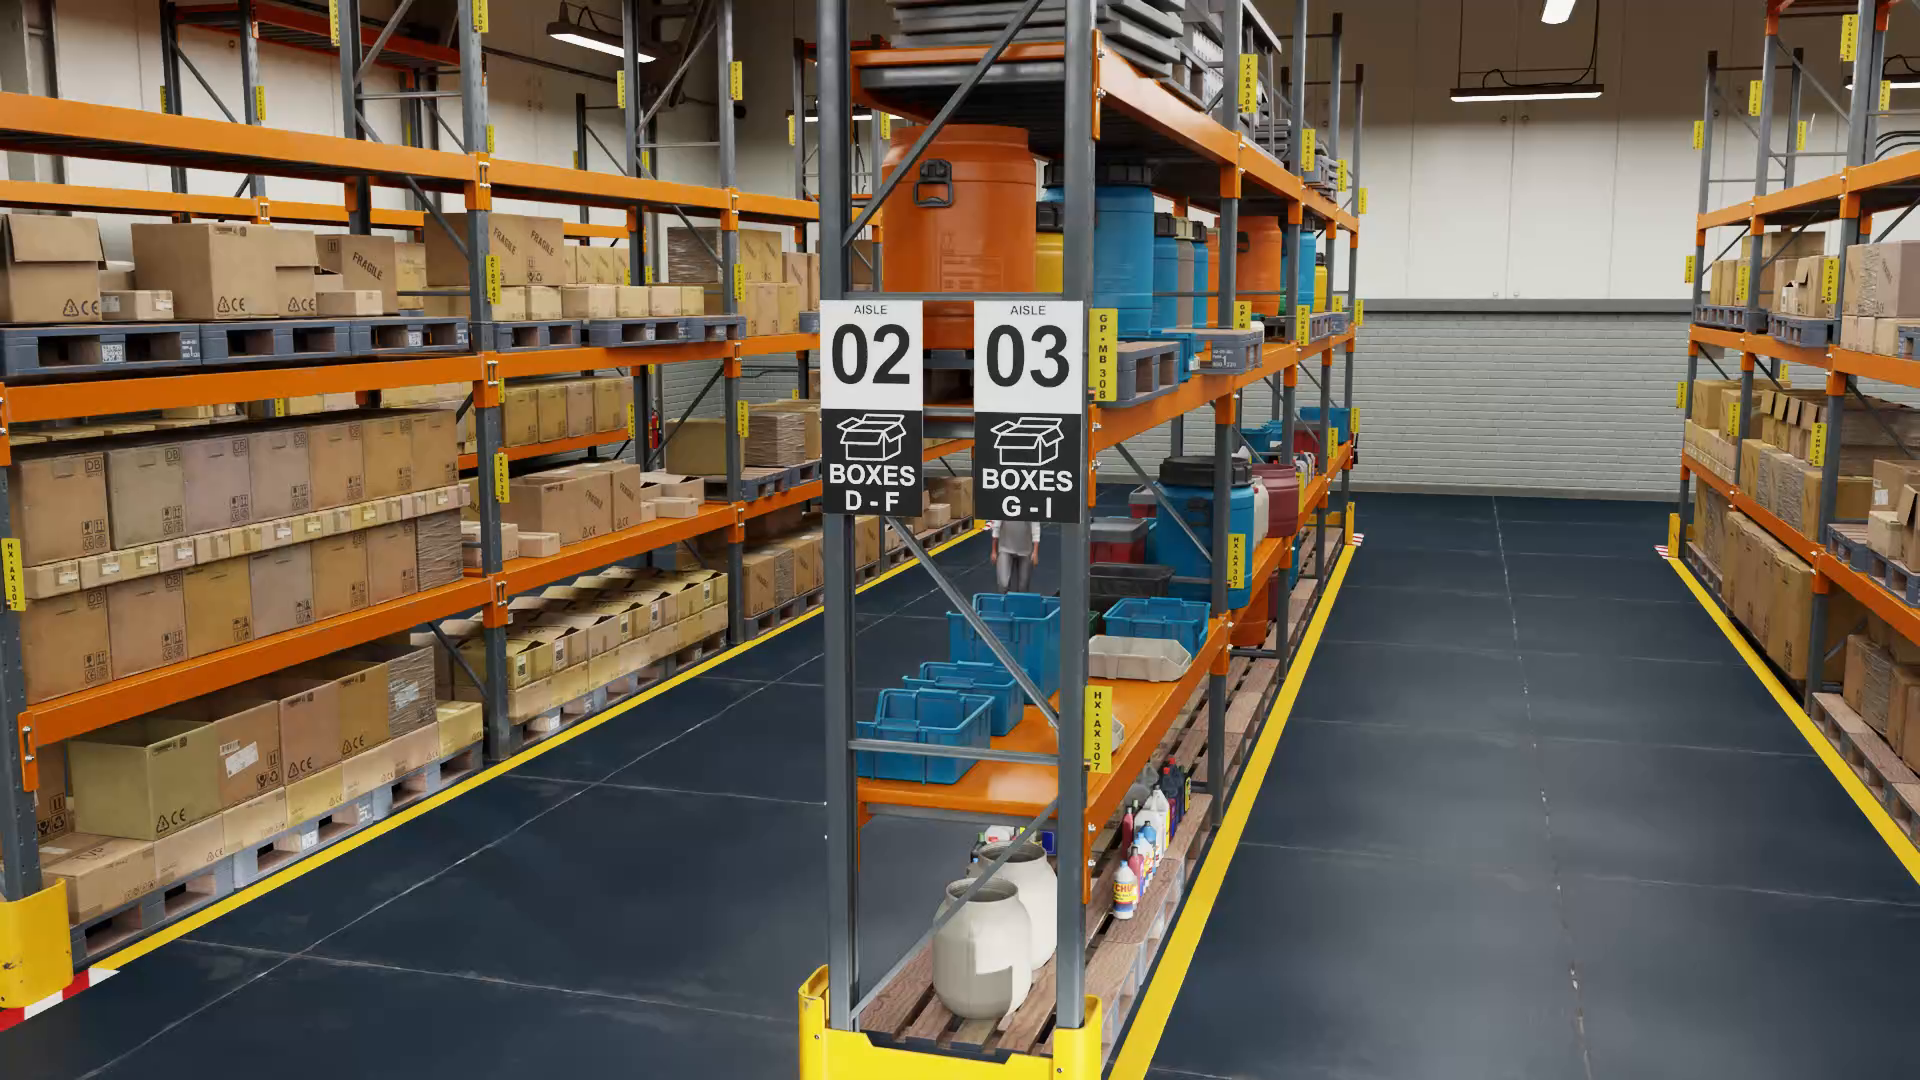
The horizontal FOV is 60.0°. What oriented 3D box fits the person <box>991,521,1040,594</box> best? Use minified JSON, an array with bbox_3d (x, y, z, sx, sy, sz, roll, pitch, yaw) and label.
[{"bbox_3d":[0.514,0.151,15.387,0.459,1.620,0.724,0,9,1],"label":"person"}]
